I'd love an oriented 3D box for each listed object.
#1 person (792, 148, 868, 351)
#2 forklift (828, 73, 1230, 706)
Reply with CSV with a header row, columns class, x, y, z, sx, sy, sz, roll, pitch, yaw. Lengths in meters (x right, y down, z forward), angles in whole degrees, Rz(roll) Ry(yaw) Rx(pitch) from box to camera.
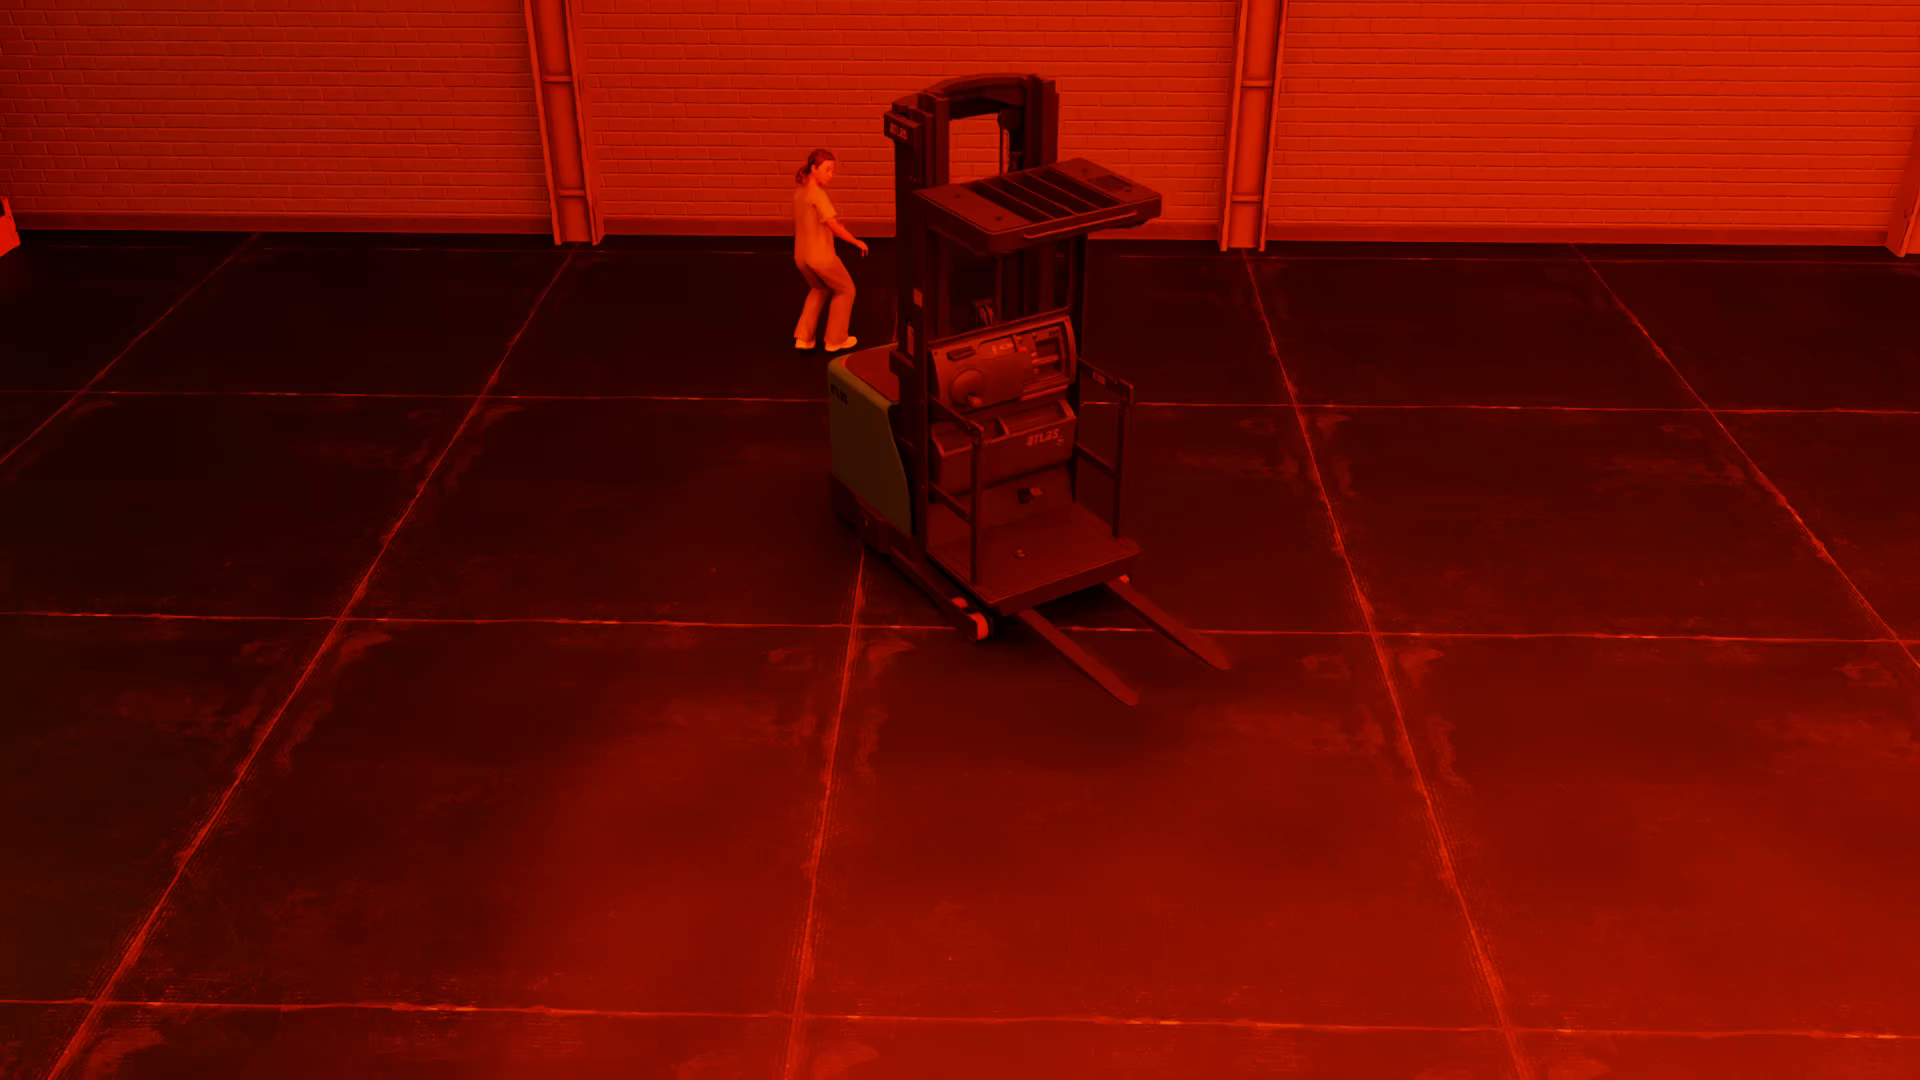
class,x,y,z,sx,sy,sz,roll,pitch,yaw
person,-0.987,-2.190,12.672,0.622,1.596,0.682,-26,39,-37
forklift,0.368,-0.954,9.233,1.130,2.935,3.031,-18,35,-27
